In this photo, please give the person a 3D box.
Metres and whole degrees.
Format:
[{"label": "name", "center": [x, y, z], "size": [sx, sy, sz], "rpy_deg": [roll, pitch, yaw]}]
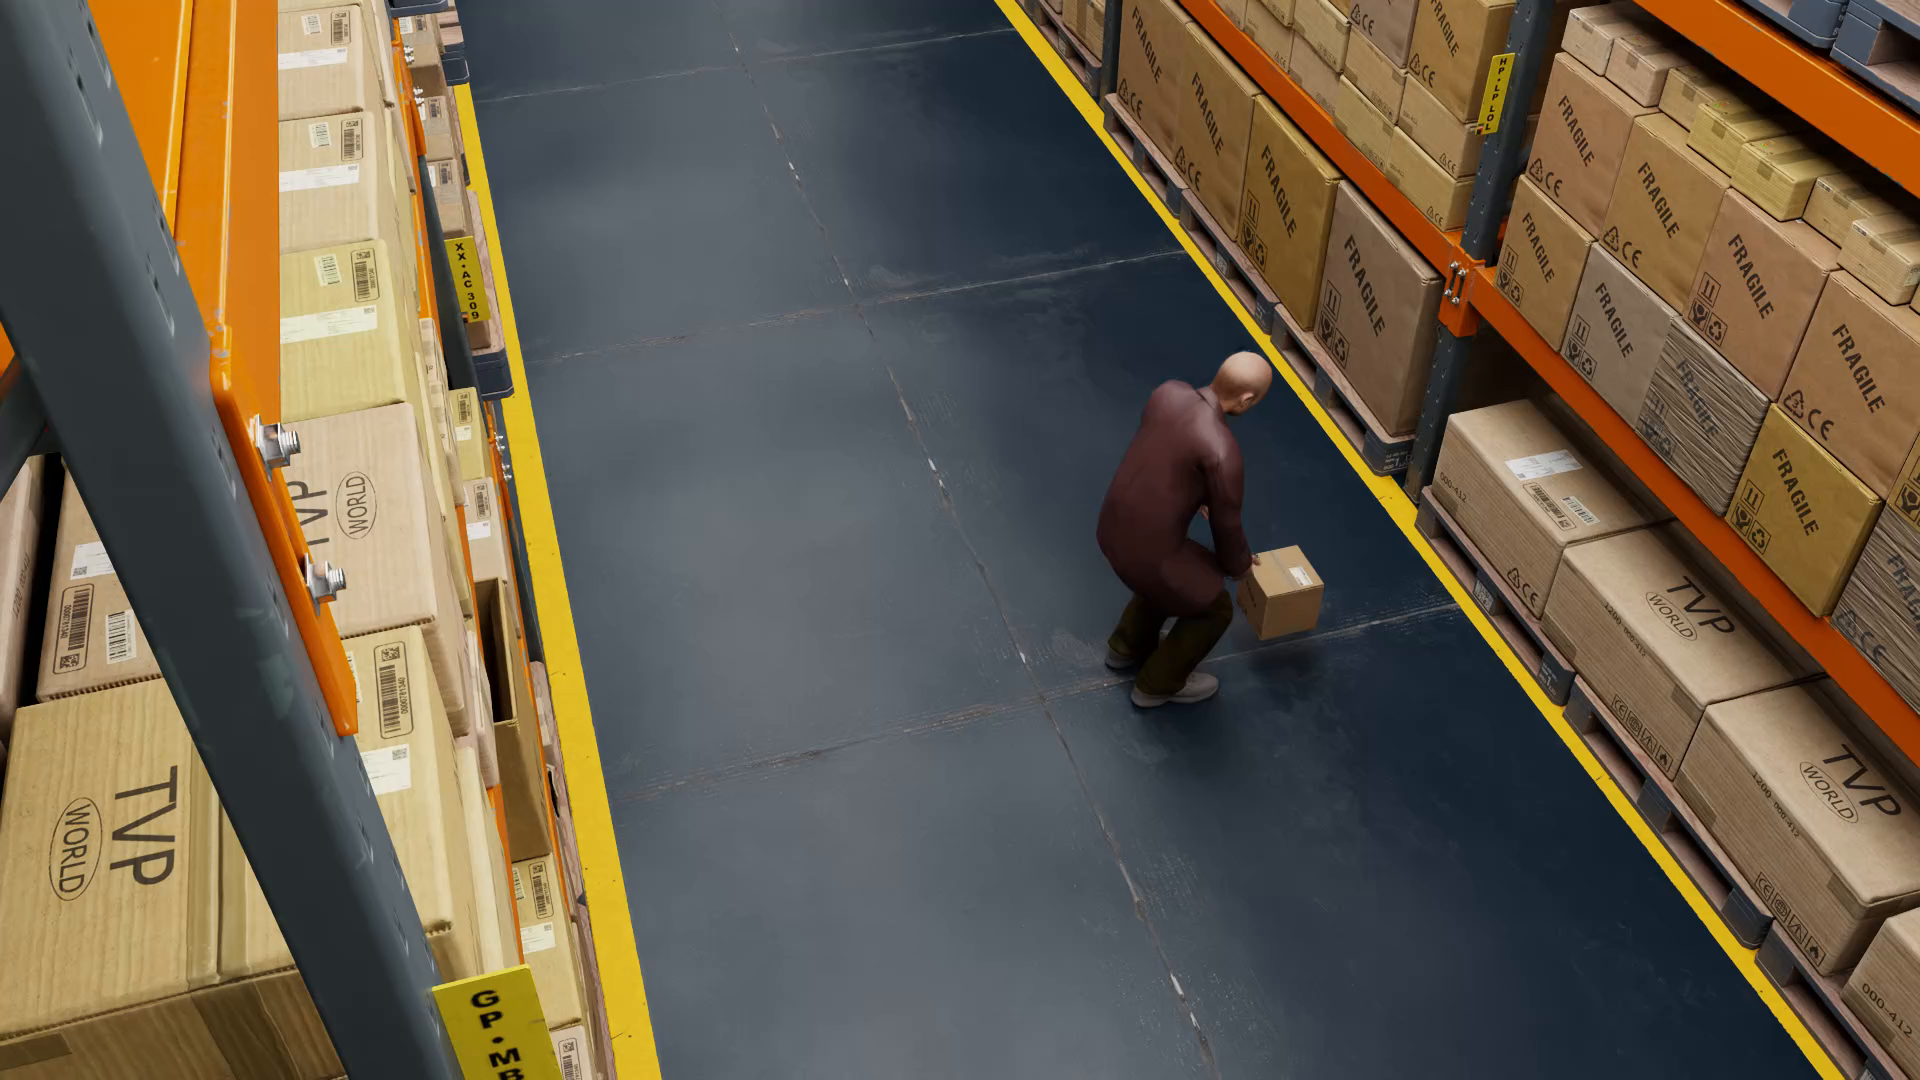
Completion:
[{"label": "person", "center": [0.830, -0.037, 6.422], "size": [0.636, 1.526, 0.626], "rpy_deg": [-11, 43, -13]}]
